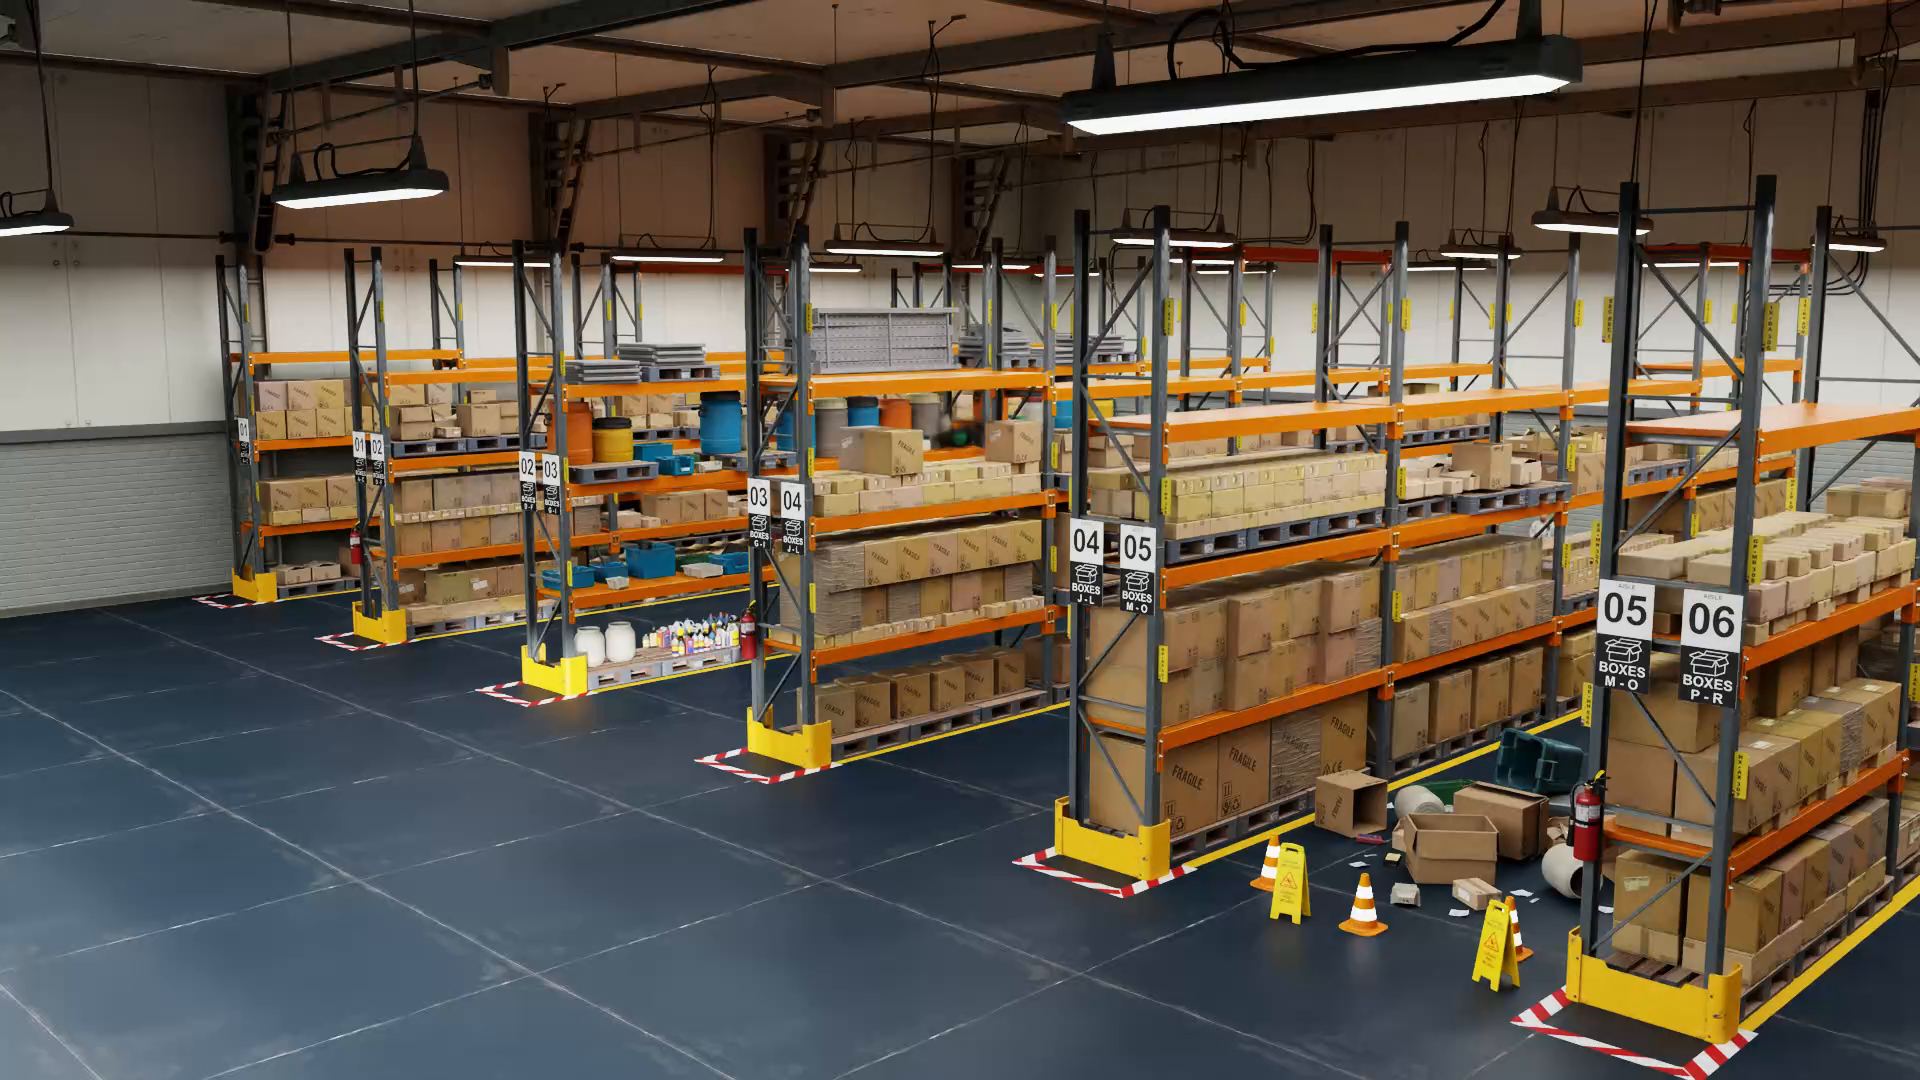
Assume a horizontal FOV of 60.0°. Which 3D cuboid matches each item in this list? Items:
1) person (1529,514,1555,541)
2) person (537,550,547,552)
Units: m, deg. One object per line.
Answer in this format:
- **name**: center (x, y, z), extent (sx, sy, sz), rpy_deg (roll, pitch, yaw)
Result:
- **person**: center (10.132, 0.257, 28.891), extent (0.586, 1.752, 0.707), rpy_deg (5, 10, 32)
- **person**: center (-7.604, -0.030, 30.528), extent (0.663, 1.757, 0.782), rpy_deg (5, 10, 32)
